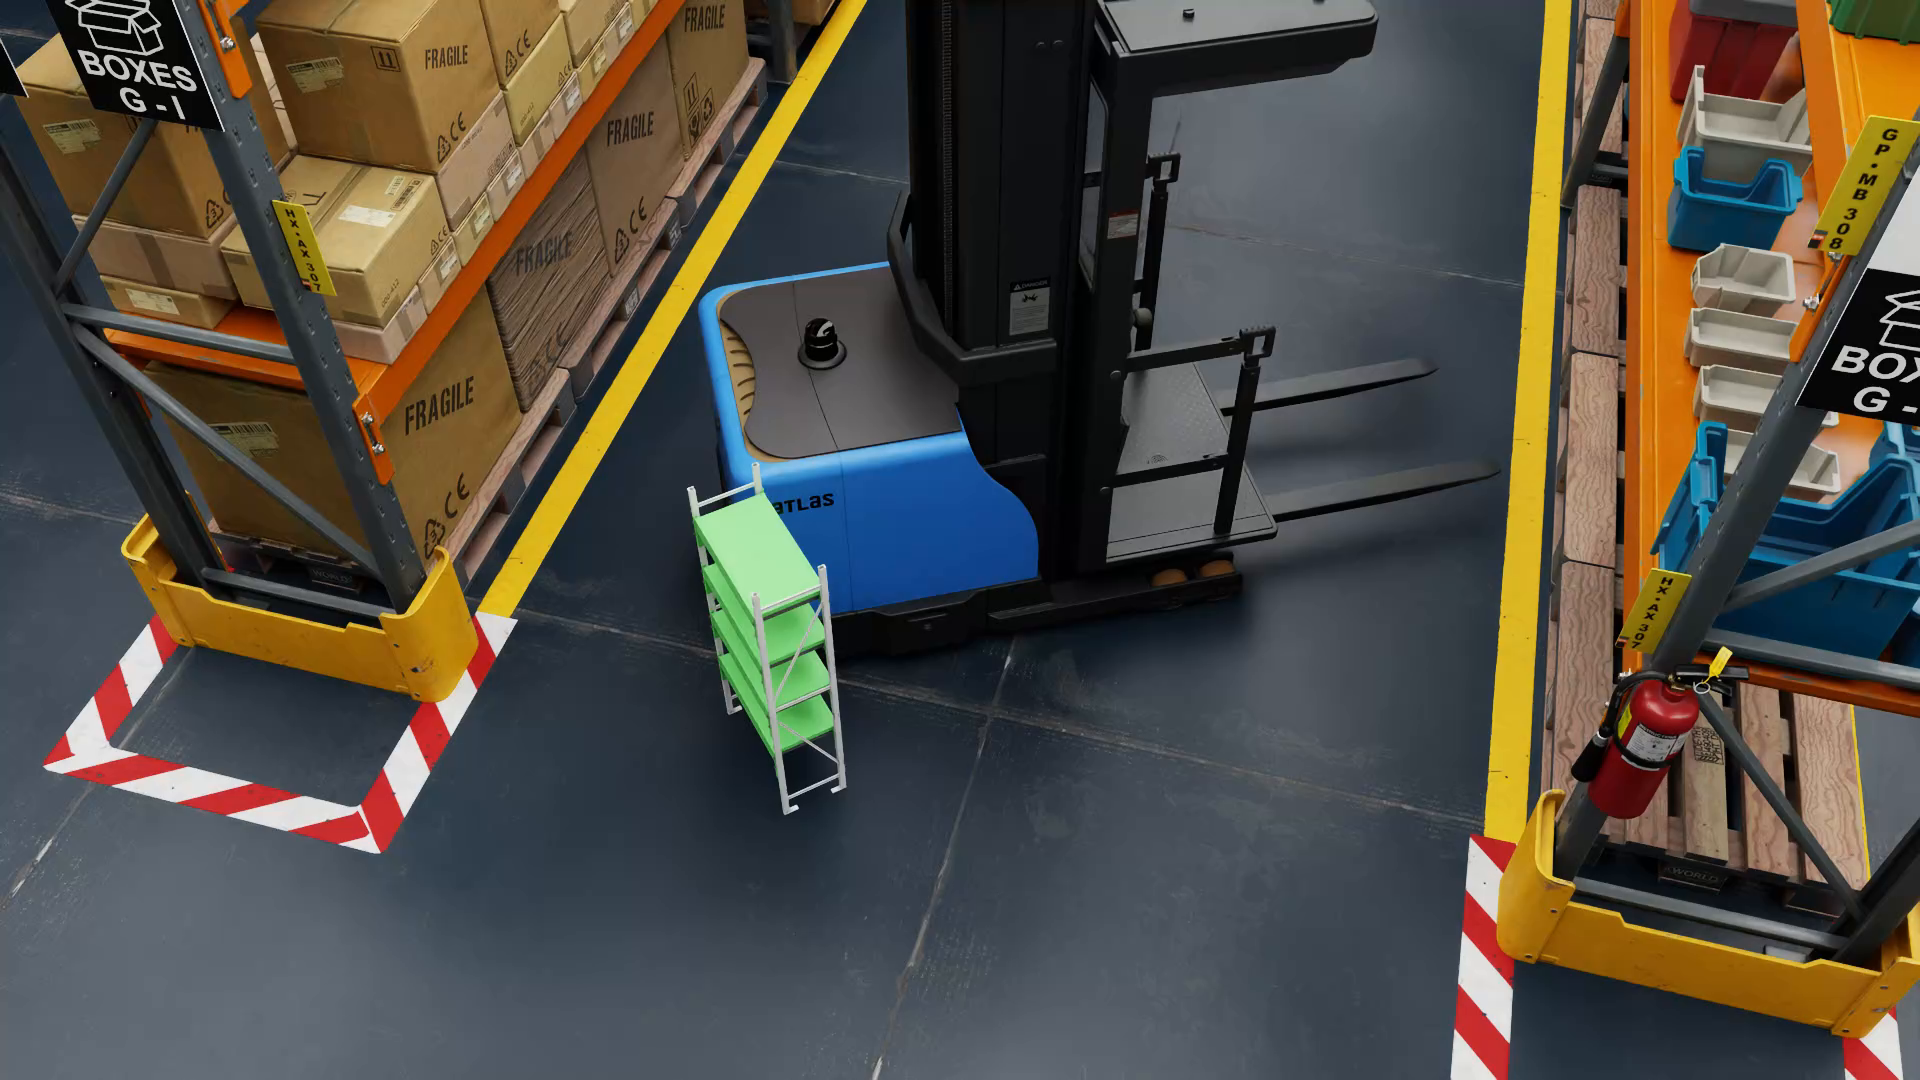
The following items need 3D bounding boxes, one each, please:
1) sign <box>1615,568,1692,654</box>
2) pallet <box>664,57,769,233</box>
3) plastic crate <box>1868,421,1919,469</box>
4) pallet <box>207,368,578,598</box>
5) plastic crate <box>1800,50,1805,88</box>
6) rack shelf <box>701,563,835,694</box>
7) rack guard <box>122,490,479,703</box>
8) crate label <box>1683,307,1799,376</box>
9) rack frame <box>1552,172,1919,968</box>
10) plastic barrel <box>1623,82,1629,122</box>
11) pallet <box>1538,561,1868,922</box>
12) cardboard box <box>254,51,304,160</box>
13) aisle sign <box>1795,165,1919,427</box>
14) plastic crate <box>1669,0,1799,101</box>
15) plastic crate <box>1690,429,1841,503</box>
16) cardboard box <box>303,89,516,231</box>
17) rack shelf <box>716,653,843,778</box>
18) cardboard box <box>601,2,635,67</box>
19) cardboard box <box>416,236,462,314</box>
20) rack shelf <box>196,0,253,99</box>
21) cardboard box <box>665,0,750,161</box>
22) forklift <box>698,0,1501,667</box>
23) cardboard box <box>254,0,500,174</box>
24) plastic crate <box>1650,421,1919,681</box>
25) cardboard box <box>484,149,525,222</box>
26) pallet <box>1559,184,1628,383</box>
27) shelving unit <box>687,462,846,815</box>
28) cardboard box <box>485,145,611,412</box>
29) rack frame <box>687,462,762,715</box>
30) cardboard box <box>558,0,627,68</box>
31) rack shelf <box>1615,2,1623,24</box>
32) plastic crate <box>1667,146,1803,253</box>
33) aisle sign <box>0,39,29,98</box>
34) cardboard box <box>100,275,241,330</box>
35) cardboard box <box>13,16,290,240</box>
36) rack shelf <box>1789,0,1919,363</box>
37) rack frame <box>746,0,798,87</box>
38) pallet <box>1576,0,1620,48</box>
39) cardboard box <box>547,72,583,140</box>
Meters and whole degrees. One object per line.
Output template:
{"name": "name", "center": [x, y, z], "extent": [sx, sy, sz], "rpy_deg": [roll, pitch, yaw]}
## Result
{"name": "sign", "center": [1.828, 0.191, 4.391], "extent": [0.100, 0.325, 0.005], "rpy_deg": [12, 50, 10]}
{"name": "pallet", "center": [-1.638, -2.072, 8.357], "extent": [1.003, 0.211, 1.213], "rpy_deg": [12, 50, 10]}
{"name": "plastic crate", "center": [2.919, -0.213, 4.928], "extent": [0.416, 0.233, 0.300], "rpy_deg": [12, 50, 10]}
{"name": "pallet", "center": [-2.280, -0.307, 6.799], "extent": [1.003, 0.211, 1.213], "rpy_deg": [12, 50, 10]}
{"name": "plastic crate", "center": [3.381, -1.618, 6.240], "extent": [0.437, 0.125, 0.590], "rpy_deg": [12, 50, 10]}
{"name": "rack shelf", "center": [-0.629, 0.241, 5.421], "extent": [0.258, 0.148, 0.480], "rpy_deg": [-22, 52, -19]}
{"name": "rack guard", "center": [-2.421, 0.209, 6.151], "extent": [1.175, 0.500, 0.348], "rpy_deg": [12, 50, 10]}
{"name": "crate label", "center": [2.543, -0.630, 5.360], "extent": [0.396, 0.136, 0.243], "rpy_deg": [12, 50, 10]}
{"name": "rack frame", "center": [2.363, 0.341, 4.367], "extent": [1.000, 3.000, 0.127], "rpy_deg": [12, 50, 10]}
{"name": "plastic barrel", "center": [3.576, -2.387, 7.894], "extent": [0.600, 0.901, 0.708], "rpy_deg": [12, 50, 10]}
{"name": "pallet", "center": [2.618, 0.675, 5.932], "extent": [1.003, 0.211, 1.213], "rpy_deg": [12, 50, 10]}
{"name": "cardboard box", "center": [-2.409, -1.454, 5.854], "extent": [0.500, 0.250, 0.500], "rpy_deg": [11, 49, 9]}
{"name": "aisle sign", "center": [2.062, -0.525, 3.397], "extent": [0.394, 0.787, 0.004], "rpy_deg": [12, 50, 10]}
{"name": "plastic crate", "center": [2.939, -1.997, 6.348], "extent": [0.402, 0.464, 0.583], "rpy_deg": [12, 50, 10]}
{"name": "plastic crate", "center": [2.403, -0.217, 4.995], "extent": [0.396, 0.136, 0.243], "rpy_deg": [12, 50, 10]}
{"name": "cardboard box", "center": [-1.898, -1.356, 5.767], "extent": [0.500, 0.250, 0.500], "rpy_deg": [11, 49, 10]}
{"name": "rack shelf", "center": [-0.629, 0.559, 5.781], "extent": [0.258, 0.148, 0.480], "rpy_deg": [-22, 52, -19]}
{"name": "cardboard box", "center": [-1.532, -2.047, 6.643], "extent": [0.380, 0.149, 0.250], "rpy_deg": [12, 50, 11]}
{"name": "cardboard box", "center": [-1.937, -0.930, 5.657], "extent": [0.380, 0.149, 0.250], "rpy_deg": [11, 49, 9]}
{"name": "rack shelf", "center": [-1.889, -2.837, 5.651], "extent": [1.077, 0.370, 4.000], "rpy_deg": [12, 50, 10]}
{"name": "cardboard box", "center": [-1.613, -2.504, 8.015], "extent": [0.875, 0.875, 0.875], "rpy_deg": [12, 50, 10]}
{"name": "forklift", "center": [0.607, -1.079, 5.666], "extent": [3.031, 2.935, 1.130], "rpy_deg": [-10, 49, -9]}
{"name": "cardboard box", "center": [-1.897, -1.588, 5.472], "extent": [0.500, 0.500, 0.500], "rpy_deg": [10, 49, 9]}
{"name": "plastic crate", "center": [2.271, 0.031, 4.577], "extent": [0.616, 0.435, 0.499], "rpy_deg": [12, 50, 10]}
{"name": "cardboard box", "center": [-1.803, -1.304, 5.987], "extent": [0.380, 0.149, 0.250], "rpy_deg": [11, 49, 9]}
{"name": "pallet", "center": [3.260, -1.090, 7.490], "extent": [1.003, 0.211, 1.213], "rpy_deg": [12, 50, 10]}
{"name": "shelving unit", "center": [-0.629, 0.358, 5.553], "extent": [0.258, 1.200, 0.503], "rpy_deg": [-22, 52, -19]}
{"name": "cardboard box", "center": [-2.084, -1.209, 6.872], "extent": [0.875, 0.875, 0.875], "rpy_deg": [12, 50, 10]}
{"name": "rack frame", "center": [-0.746, 0.197, 5.695], "extent": [0.240, 1.200, 0.015], "rpy_deg": [-22, 52, -19]}
{"name": "cardboard box", "center": [-1.630, -2.097, 6.421], "extent": [0.500, 0.250, 0.500], "rpy_deg": [11, 49, 9]}
{"name": "rack shelf", "center": [3.942, -3.760, 8.467], "extent": [1.077, 0.370, 4.000], "rpy_deg": [12, 50, 10]}
{"name": "plastic crate", "center": [2.656, -1.159, 5.763], "extent": [0.416, 0.233, 0.300], "rpy_deg": [12, 50, 10]}
{"name": "aisle sign", "center": [-2.723, -1.503, 4.261], "extent": [0.394, 0.787, 0.004], "rpy_deg": [12, 50, 10]}
{"name": "cardboard box", "center": [-2.639, -0.875, 5.608], "extent": [0.380, 0.149, 0.250], "rpy_deg": [12, 50, 11]}
{"name": "cardboard box", "center": [-2.540, -1.337, 5.250], "extent": [0.500, 0.500, 0.500], "rpy_deg": [12, 50, 10]}
{"name": "rack shelf", "center": [2.890, -1.860, 4.789], "extent": [1.077, 0.370, 4.000], "rpy_deg": [12, 50, 10]}
{"name": "rack frame", "center": [-1.362, -3.529, 7.783], "extent": [1.000, 3.000, 0.127], "rpy_deg": [12, 50, 10]}
{"name": "pallet", "center": [3.978, -3.064, 9.233], "extent": [1.003, 0.211, 1.213], "rpy_deg": [12, 50, 10]}
{"name": "cardboard box", "center": [-1.667, -1.675, 6.314], "extent": [0.380, 0.149, 0.250], "rpy_deg": [11, 50, 10]}
